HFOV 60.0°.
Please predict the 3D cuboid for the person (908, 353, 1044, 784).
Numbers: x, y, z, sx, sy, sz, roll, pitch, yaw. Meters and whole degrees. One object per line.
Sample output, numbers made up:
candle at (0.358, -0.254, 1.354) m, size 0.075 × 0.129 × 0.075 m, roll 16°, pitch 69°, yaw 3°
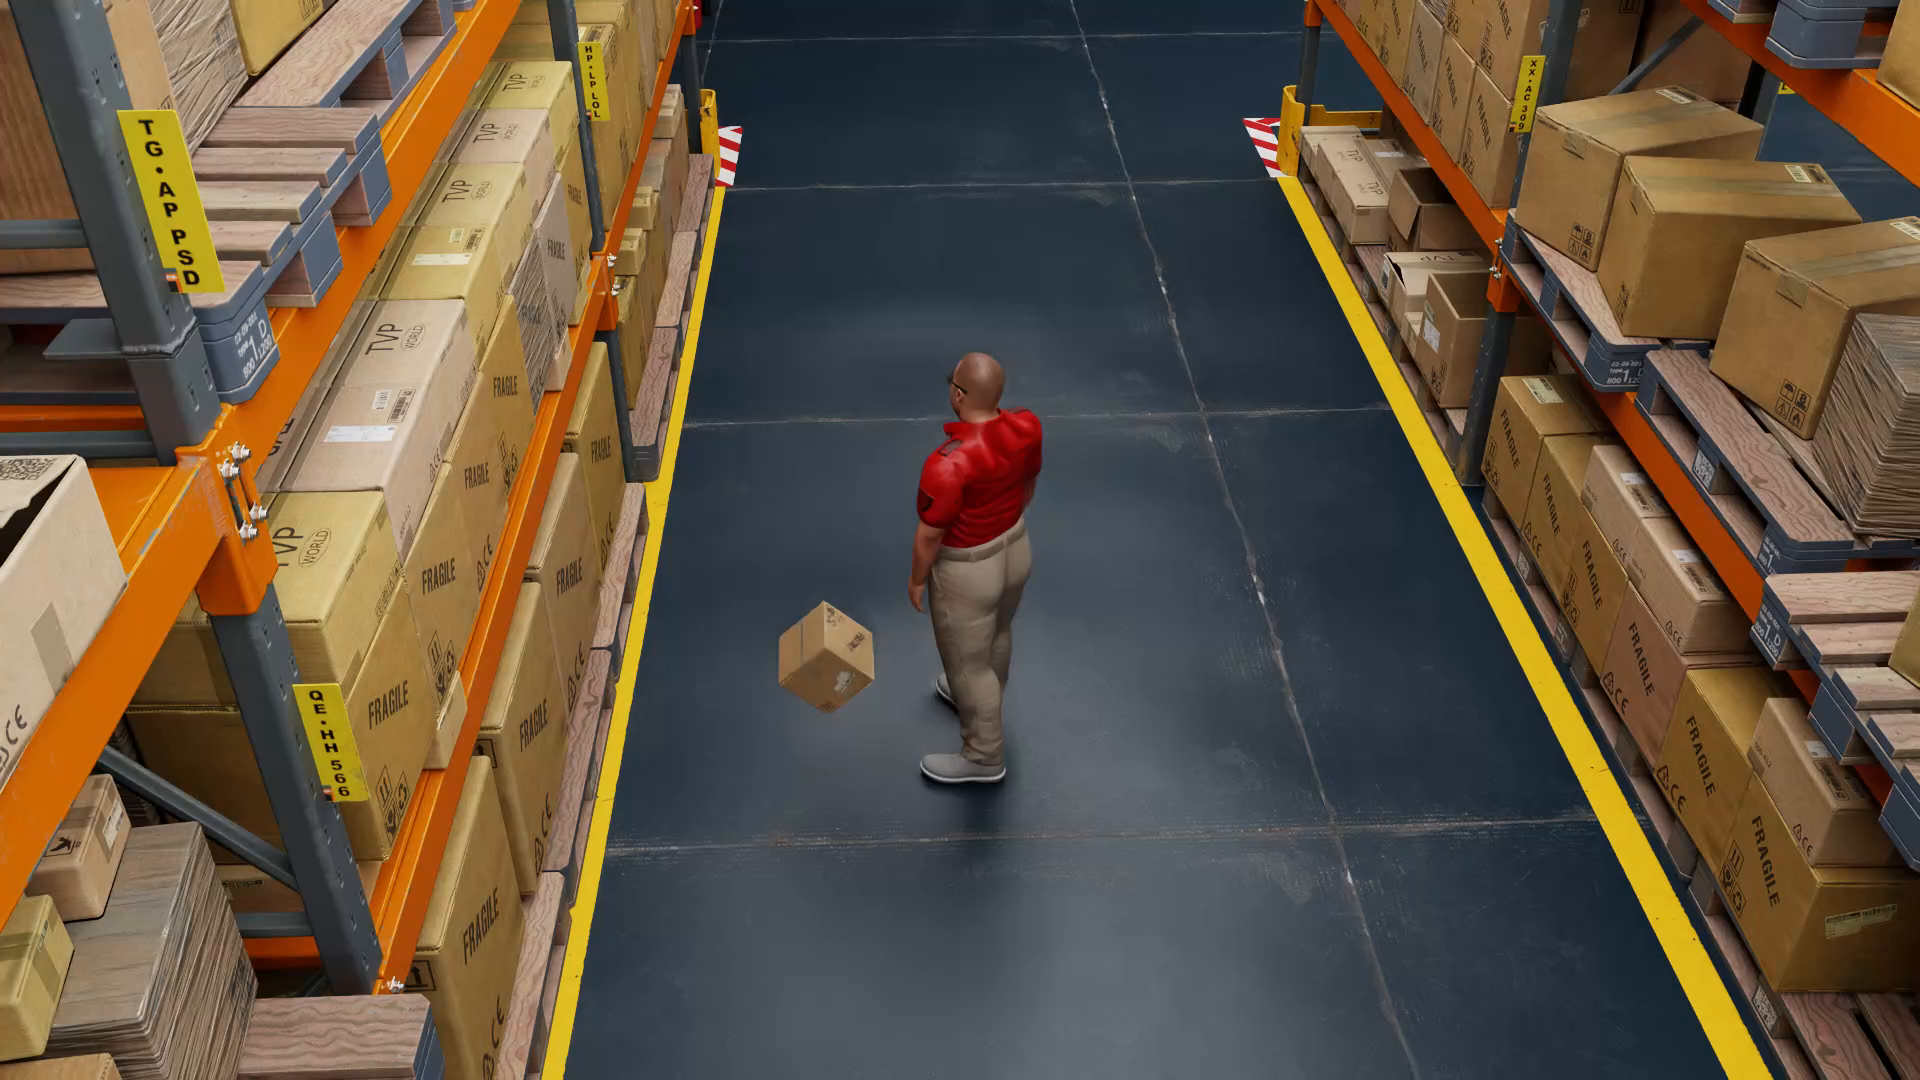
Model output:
person at (0.025, 0.058, 6.058) m, size 0.570 × 1.722 × 0.620 m, roll 27°, pitch 43°, yaw 33°
